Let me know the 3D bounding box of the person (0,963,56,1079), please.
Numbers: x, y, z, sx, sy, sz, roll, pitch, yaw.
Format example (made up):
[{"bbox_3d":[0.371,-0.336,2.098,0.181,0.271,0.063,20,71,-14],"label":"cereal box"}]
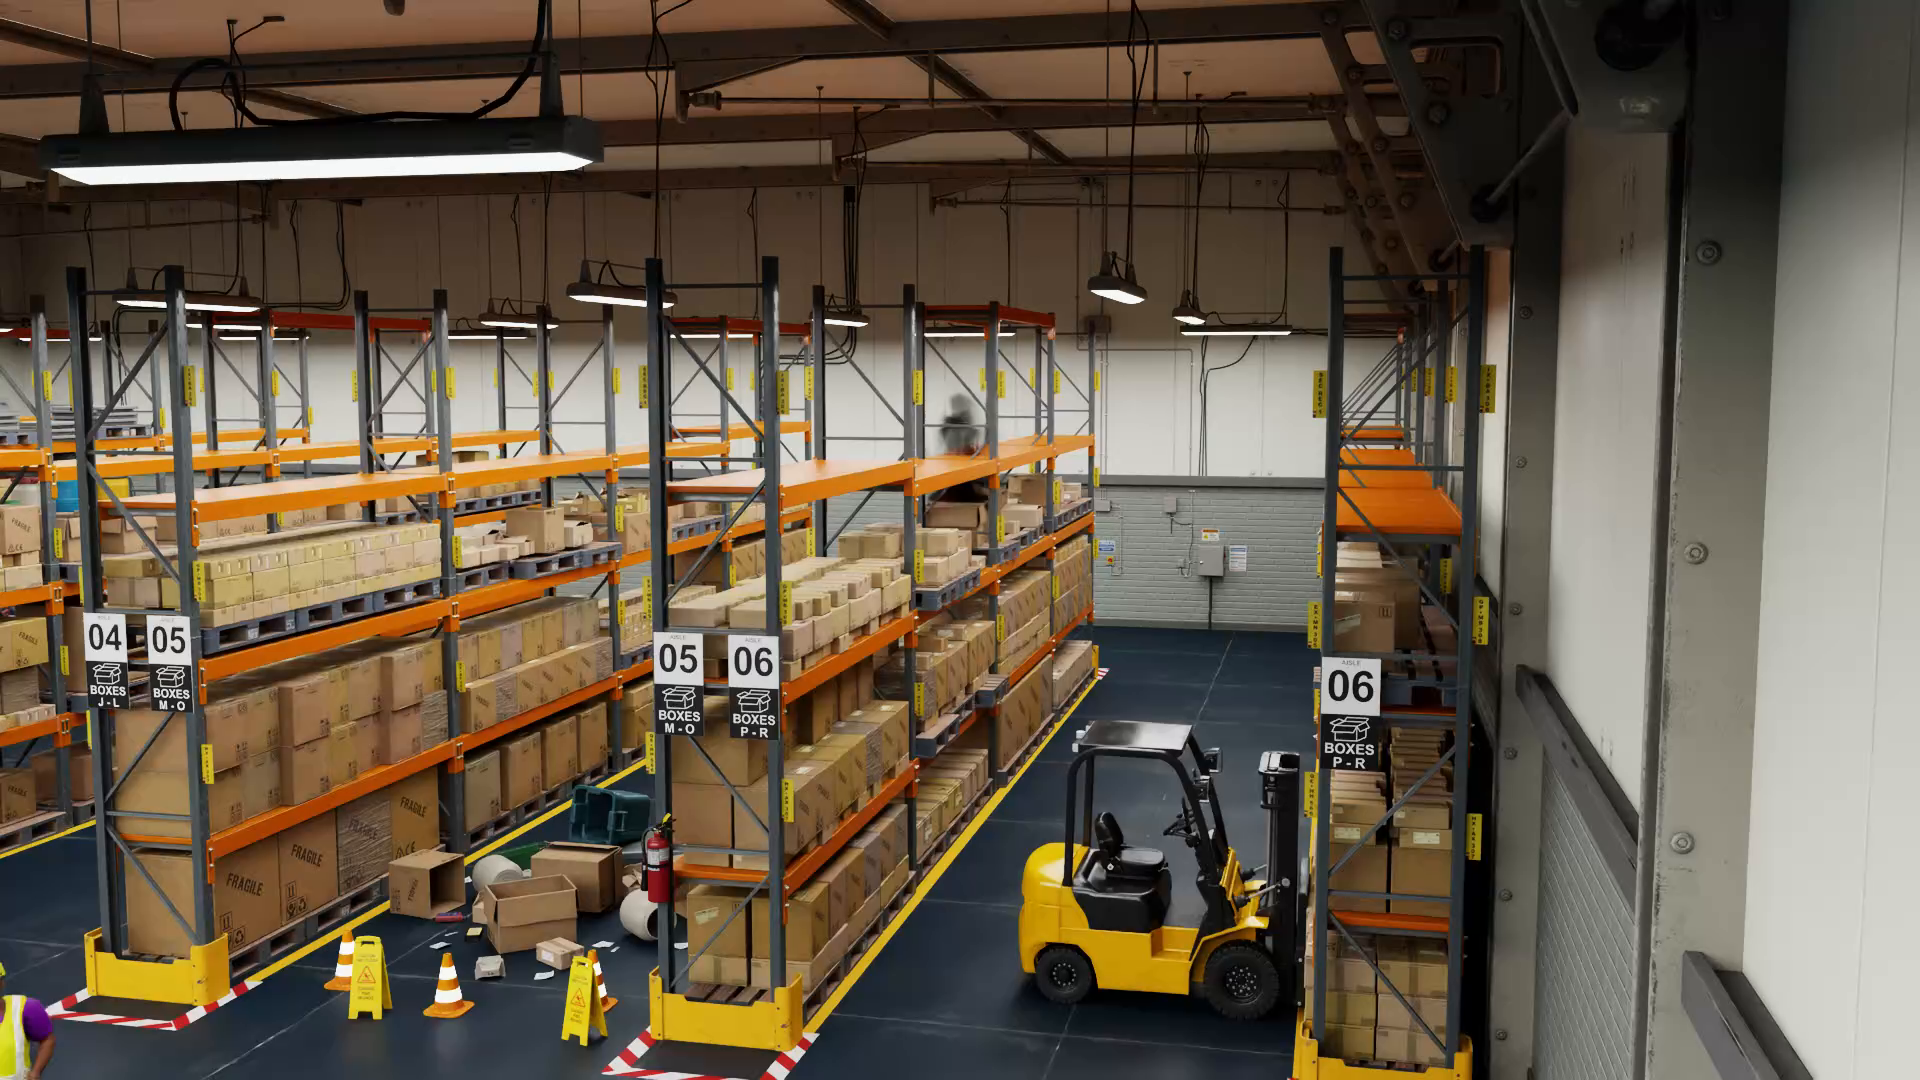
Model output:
[{"bbox_3d":[-5.752,3.314,9.886,0.698,1.718,0.610,-4,7,-31],"label":"person"}]
